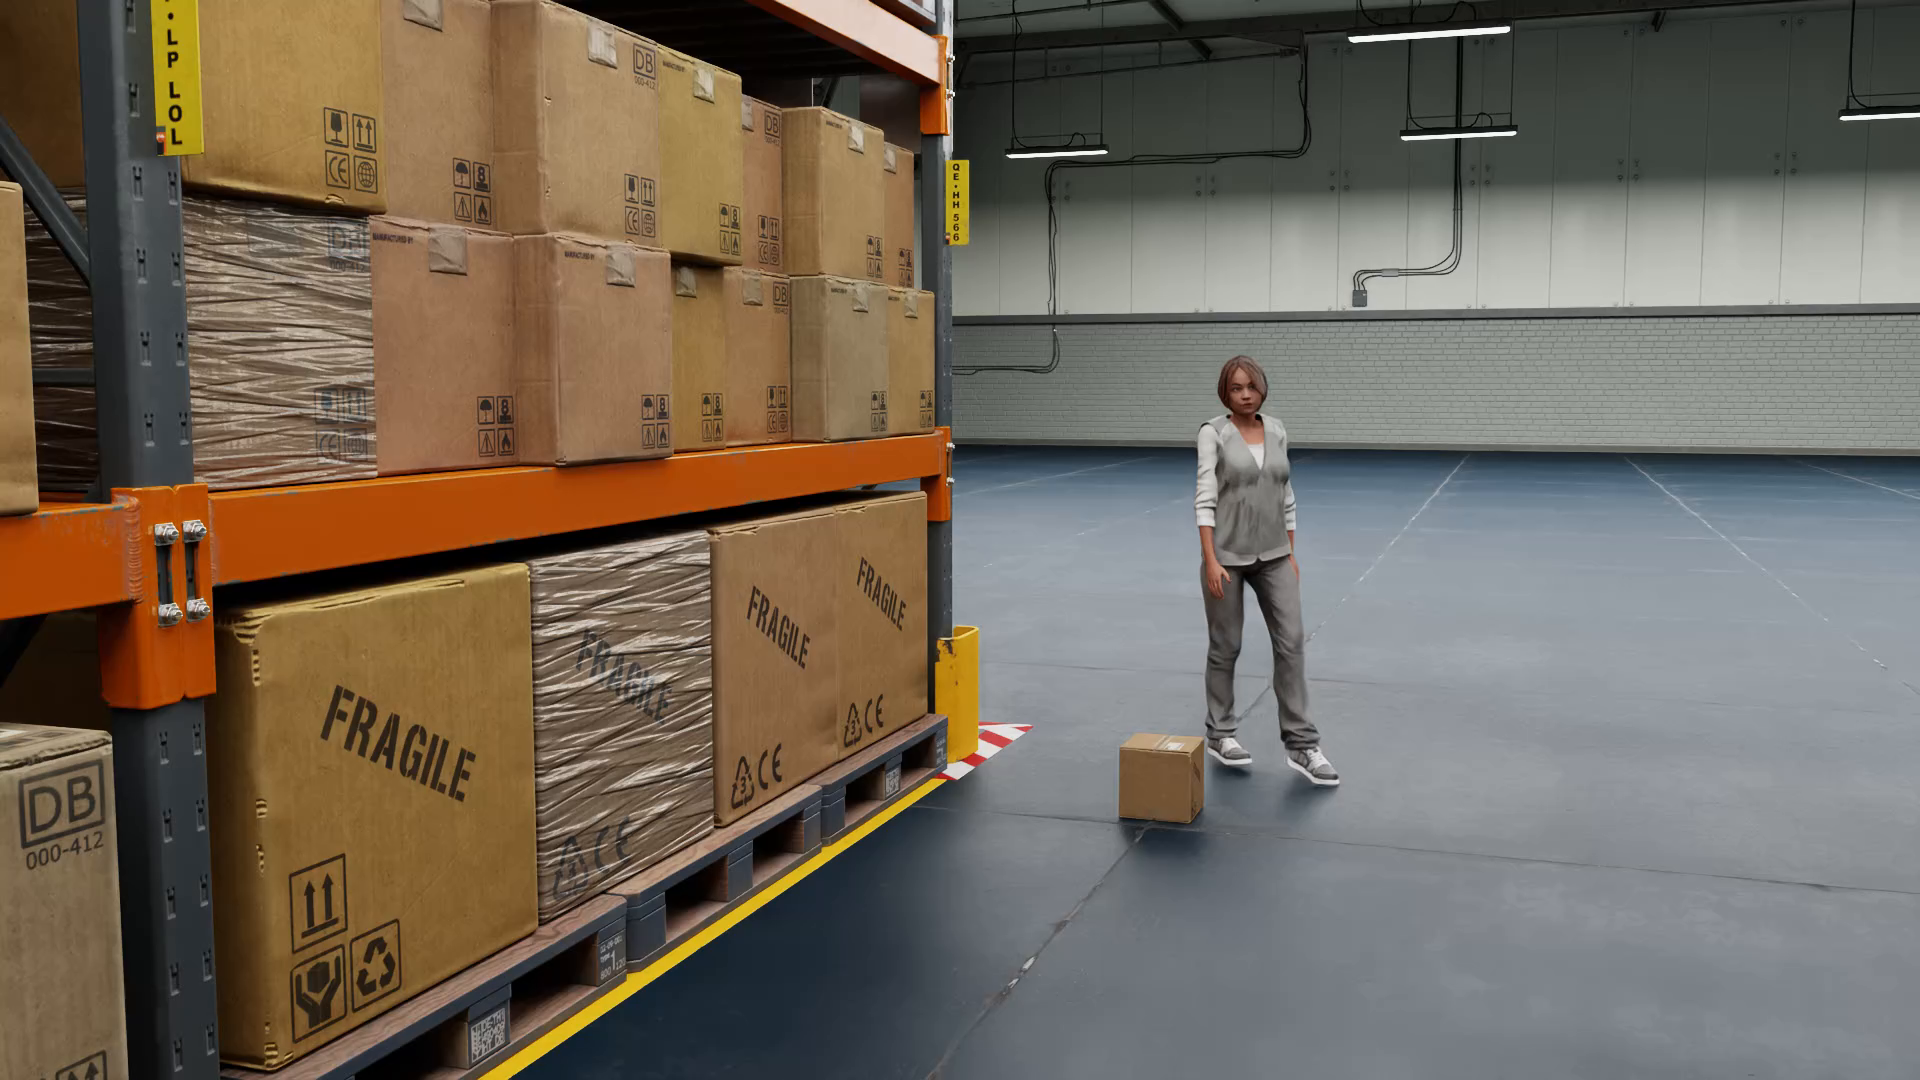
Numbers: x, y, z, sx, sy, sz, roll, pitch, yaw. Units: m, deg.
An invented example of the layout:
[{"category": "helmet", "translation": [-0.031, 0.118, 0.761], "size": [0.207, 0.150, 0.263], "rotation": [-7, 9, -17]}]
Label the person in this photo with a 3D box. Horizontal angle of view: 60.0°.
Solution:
[{"category": "person", "translation": [1.127, 0.095, 6.316], "size": [0.459, 1.590, 0.636], "rotation": [-1, 6, -12]}]
